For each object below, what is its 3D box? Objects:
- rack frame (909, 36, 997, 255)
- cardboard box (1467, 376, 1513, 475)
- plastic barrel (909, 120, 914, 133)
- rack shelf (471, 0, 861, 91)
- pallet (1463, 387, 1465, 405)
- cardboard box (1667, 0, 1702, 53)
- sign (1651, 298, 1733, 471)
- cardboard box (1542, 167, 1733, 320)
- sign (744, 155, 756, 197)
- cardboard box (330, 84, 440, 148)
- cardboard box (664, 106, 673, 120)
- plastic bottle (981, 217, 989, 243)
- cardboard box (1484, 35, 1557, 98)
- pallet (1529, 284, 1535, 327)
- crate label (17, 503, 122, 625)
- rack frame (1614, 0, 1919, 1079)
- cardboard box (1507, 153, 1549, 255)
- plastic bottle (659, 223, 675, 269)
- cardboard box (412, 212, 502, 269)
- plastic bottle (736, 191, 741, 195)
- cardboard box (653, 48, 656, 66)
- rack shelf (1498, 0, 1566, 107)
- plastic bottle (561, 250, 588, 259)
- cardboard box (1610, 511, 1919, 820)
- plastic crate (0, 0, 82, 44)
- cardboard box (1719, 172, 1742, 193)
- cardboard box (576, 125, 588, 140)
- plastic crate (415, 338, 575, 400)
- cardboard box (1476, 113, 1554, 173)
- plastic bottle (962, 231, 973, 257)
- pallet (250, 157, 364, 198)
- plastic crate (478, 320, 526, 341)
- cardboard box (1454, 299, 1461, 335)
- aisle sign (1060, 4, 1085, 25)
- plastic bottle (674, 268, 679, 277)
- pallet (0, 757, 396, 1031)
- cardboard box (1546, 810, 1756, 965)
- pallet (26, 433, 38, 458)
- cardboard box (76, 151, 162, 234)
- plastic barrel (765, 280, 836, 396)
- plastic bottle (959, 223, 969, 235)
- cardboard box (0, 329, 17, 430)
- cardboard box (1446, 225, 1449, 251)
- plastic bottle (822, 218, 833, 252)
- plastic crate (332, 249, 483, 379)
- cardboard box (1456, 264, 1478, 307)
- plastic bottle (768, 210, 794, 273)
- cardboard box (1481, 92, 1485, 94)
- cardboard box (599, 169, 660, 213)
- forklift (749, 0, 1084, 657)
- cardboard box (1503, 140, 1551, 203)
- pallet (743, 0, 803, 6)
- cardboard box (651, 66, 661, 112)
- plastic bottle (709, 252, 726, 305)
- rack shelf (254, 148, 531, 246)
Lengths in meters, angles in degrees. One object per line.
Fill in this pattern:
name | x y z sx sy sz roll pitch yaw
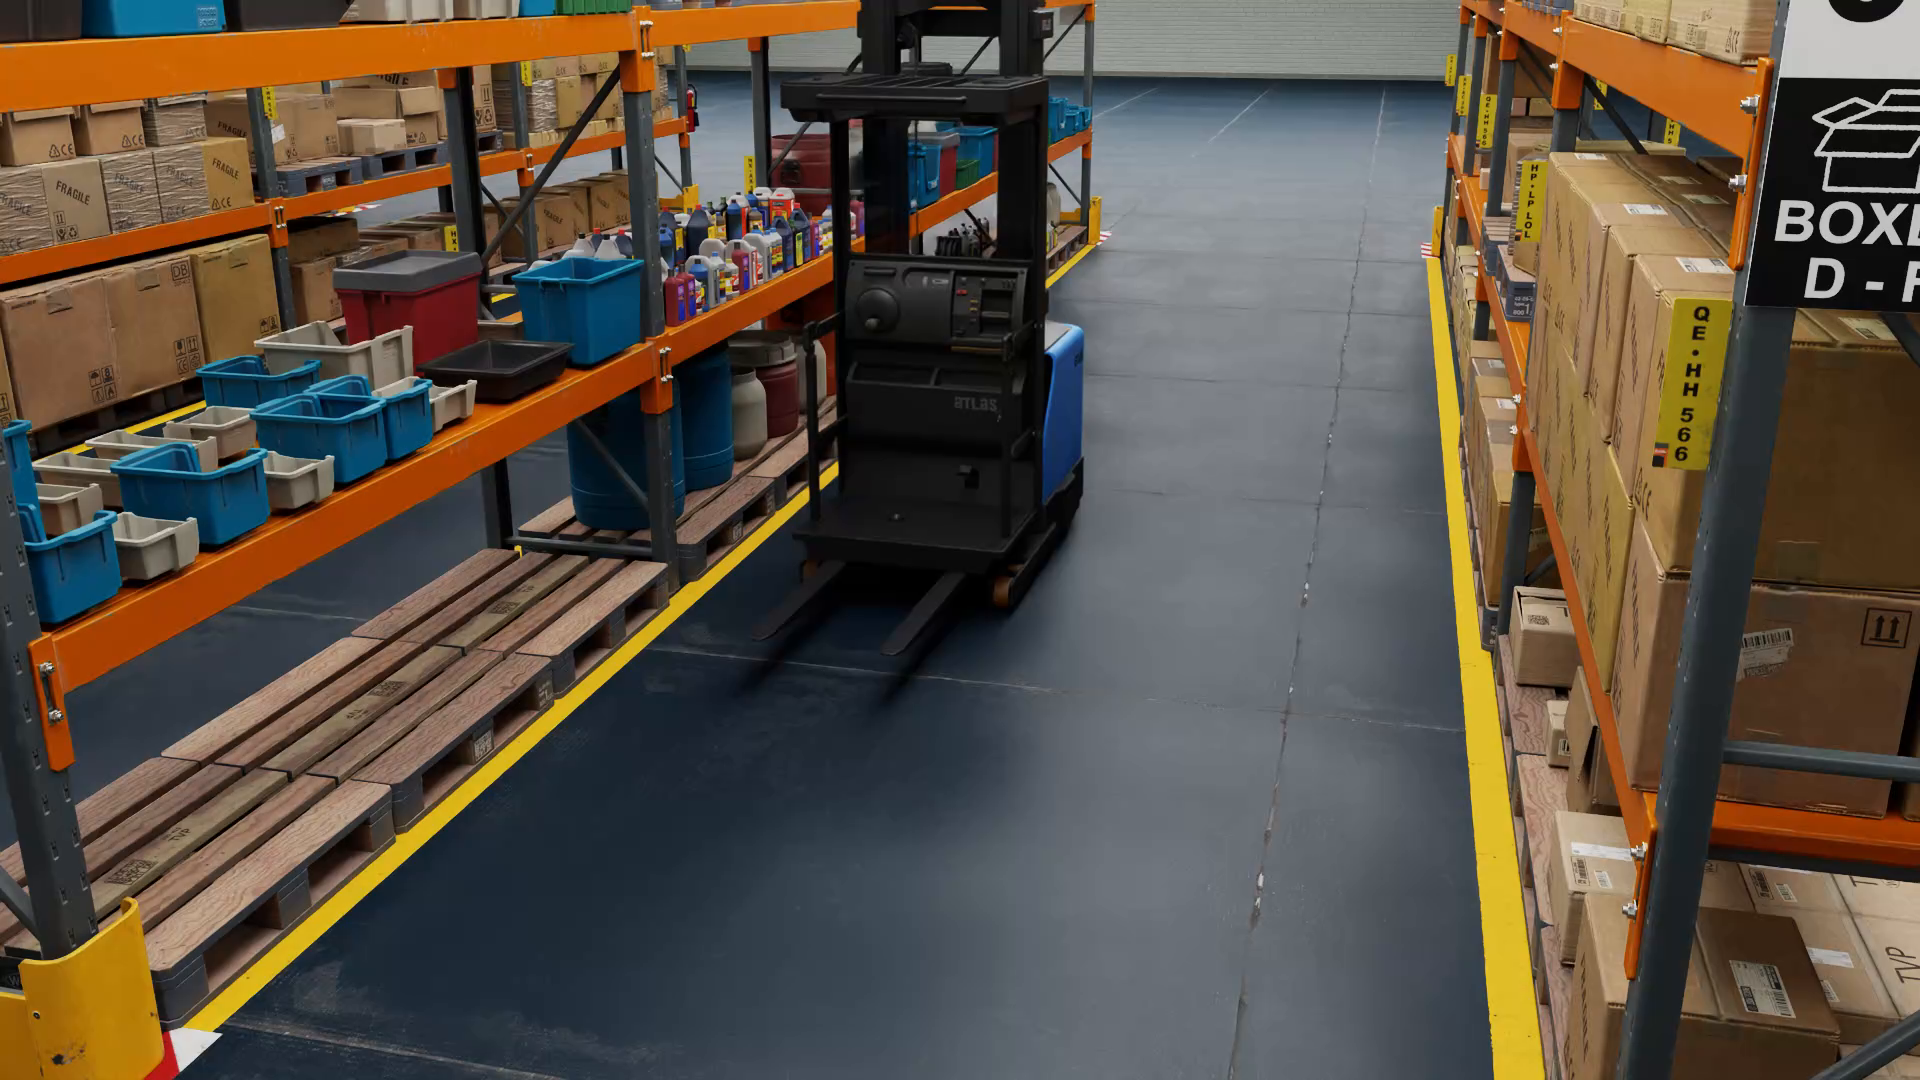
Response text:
rack frame | 0.033 -3.696 15.367 1.000 3.000 0.127 5 19 13
cardboard box | 3.220 -0.634 9.589 0.500 0.500 0.500 4 19 13
plastic barrel | -0.592 -3.248 13.845 0.433 0.535 0.433 0 19 0
rack shelf | -1.433 -2.894 9.493 1.077 0.370 4.000 5 19 13
pallet | 4.097 -0.985 11.745 1.003 0.211 1.213 5 19 13
cardboard box | 1.906 -1.229 3.735 0.500 0.250 0.500 5 19 13
sign | 1.370 -0.290 3.115 0.100 0.325 0.005 5 19 13
cardboard box | 2.367 -1.029 5.859 0.500 0.500 0.500 4 19 12
sign | -1.479 -2.561 11.791 0.100 0.325 0.005 5 19 13
cardboard box | -5.104 -3.784 14.816 0.797 0.503 0.637 7 20 19
cardboard box | -3.662 -5.116 19.914 0.380 0.149 0.250 5 19 13
plastic bottle | 0.265 -3.323 17.816 0.097 0.271 0.097 0 19 0
cardboard box | 4.938 -4.104 14.401 0.700 0.500 0.500 5 19 14
pallet | 3.182 -0.947 7.617 1.003 0.211 1.213 5 19 13
crate label | -2.519 0.065 4.523 0.416 0.233 0.303 5 19 13
rack frame | 1.907 0.458 3.206 0.949 2.616 0.053 5 19 13
cardboard box | 3.405 -1.818 9.065 0.700 0.500 0.500 9 21 24
plastic bottle | -1.743 -1.740 9.839 0.097 0.271 0.097 0 19 0
cardboard box | -4.940 -2.922 16.287 0.700 0.500 0.500 3 19 9
plastic bottle | -1.488 -2.177 11.102 0.061 0.283 0.133 5 19 13
cardboard box | -3.804 -5.653 18.935 0.500 0.500 0.500 5 19 13
rack shelf | 3.370 -2.502 8.344 1.077 0.370 4.000 5 19 13
plastic bottle | -2.049 -1.393 8.818 0.152 0.276 0.135 5 19 13
cardboard box | 1.749 0.248 3.665 0.500 0.500 0.500 5 20 15
plastic crate | -2.534 -1.391 4.181 0.497 0.269 0.590 5 19 13
cardboard box | 2.886 -0.977 5.705 0.500 0.500 0.500 4 19 12
cardboard box | -4.165 -4.324 17.595 0.380 0.149 0.250 5 19 13
plastic crate | -1.934 -0.715 6.972 0.437 0.125 0.590 5 19 13
cardboard box | 4.938 -3.490 14.611 0.700 0.500 0.500 4 19 12
plastic bottle | 0.051 -2.864 16.349 0.144 0.351 0.185 5 19 13
pallet | -5.676 -2.974 13.552 1.213 0.211 1.003 5 19 13
plastic crate | -2.174 -0.957 7.665 0.396 0.136 0.243 5 19 13
cardboard box | 4.247 -1.772 13.338 0.500 0.250 0.500 4 19 12
aisle sign | 1.316 -6.179 18.615 0.394 0.787 0.004 5 19 13
plastic bottle | -1.475 -1.328 8.743 0.097 0.201 0.097 0 19 0
pallet | -2.660 1.129 5.554 1.003 0.211 1.213 5 19 13
cardboard box | 2.059 1.065 5.001 0.500 0.250 0.500 5 19 13
pallet | -6.609 -0.508 10.348 1.003 0.211 1.213 5 19 13
cardboard box | -5.878 -2.388 11.382 0.500 0.500 0.500 4 19 12
plastic barrel | -1.047 -1.459 11.527 0.600 0.830 0.708 5 19 13
plastic bottle | 0.037 -3.037 16.854 0.144 0.351 0.185 5 19 13
cardboard box | -6.587 -0.975 10.039 1.225 0.875 0.875 5 19 14
cardboard box | 5.348 -3.147 17.365 0.500 0.250 0.500 5 19 13
plastic bottle | -0.850 -1.928 10.499 0.097 0.201 0.097 0 19 0
plastic crate | -2.383 -0.987 7.245 0.402 0.464 0.583 5 19 13
cardboard box | 4.240 -2.038 13.250 0.500 0.311 0.500 4 19 12
plastic bottle | -1.065 -1.754 9.758 0.144 0.351 0.185 5 19 13
cardboard box | 4.818 -3.920 14.864 0.380 0.149 0.250 4 19 12
cardboard box | -3.961 -4.162 19.950 0.500 0.500 0.500 9 21 23
forklift | -0.180 -1.186 8.125 1.130 2.935 3.031 5 20 15
cardboard box | 4.252 -2.624 12.075 0.500 0.500 0.500 4 19 10
pallet | -1.550 -3.128 9.355 1.003 0.211 1.213 5 19 13
cardboard box | -3.959 -5.192 19.134 0.875 0.500 0.500 5 19 13
plastic bottle | -1.295 -1.391 8.820 0.097 0.271 0.097 0 19 0
rack shelf | -5.258 -3.120 14.794 1.077 0.370 4.000 5 19 13
